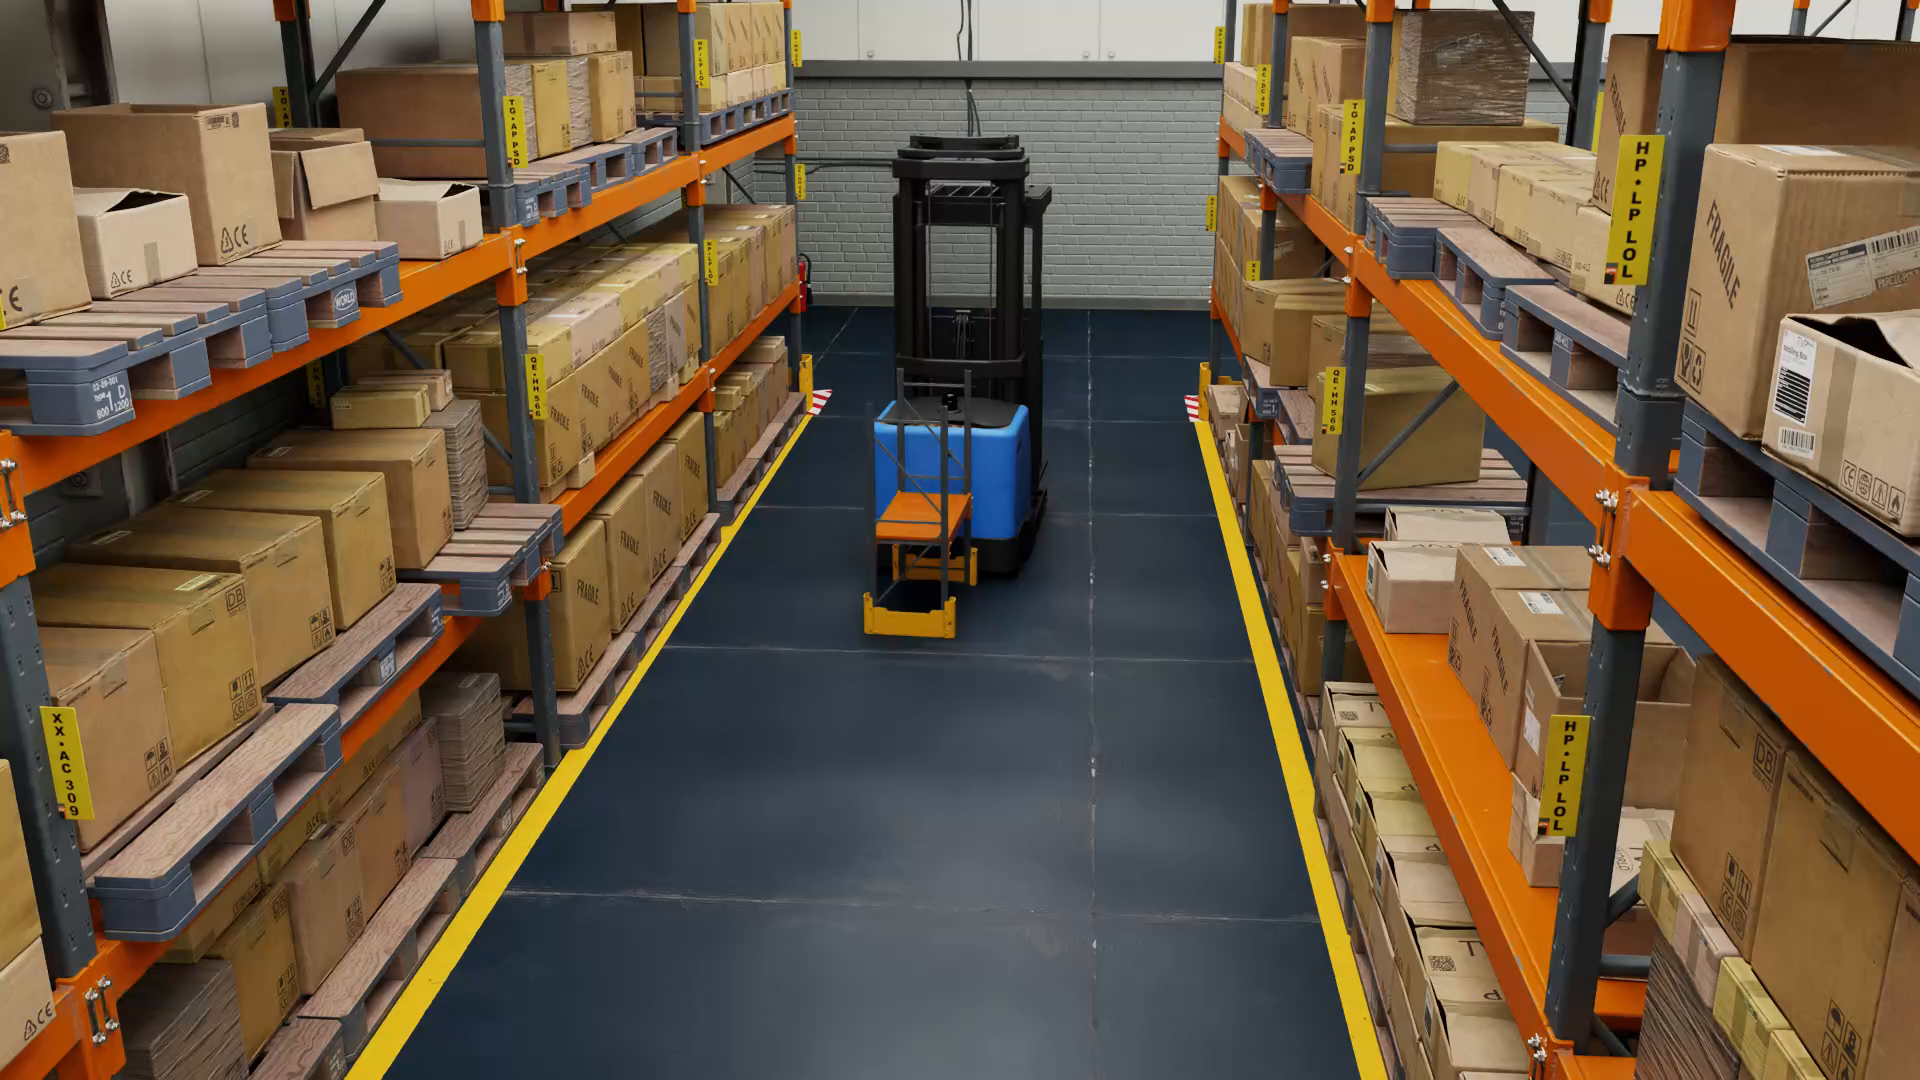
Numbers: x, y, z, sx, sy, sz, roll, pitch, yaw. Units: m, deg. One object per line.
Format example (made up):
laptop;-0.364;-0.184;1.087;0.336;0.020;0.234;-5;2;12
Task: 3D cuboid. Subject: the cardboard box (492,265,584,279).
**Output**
cardboard box;-2.691;-1.589;10.581;0.500;0.250;0.500;1;18;2

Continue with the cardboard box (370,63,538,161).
cardboard box;-2.660;-2.247;8.779;0.700;0.500;0.500;0;18;1

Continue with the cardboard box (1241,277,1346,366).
cardboard box;2.348;-1.485;11.304;0.700;0.500;0.500;-5;19;-15

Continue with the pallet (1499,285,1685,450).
pallet;2.082;-0.505;4.636;0.805;0.209;1.217;1;18;2

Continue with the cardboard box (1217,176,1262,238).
cardboard box;2.597;-3.014;15.036;0.500;0.500;0.500;2;18;6

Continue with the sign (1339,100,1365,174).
sign;1.777;-1.822;7.519;0.100;0.325;0.005;1;18;4

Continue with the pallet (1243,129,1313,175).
pallet;2.488;-2.516;10.768;1.213;0.211;1.003;1;18;4

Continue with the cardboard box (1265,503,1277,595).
cardboard box;2.257;0.064;10.718;0.500;0.500;0.500;2;18;5

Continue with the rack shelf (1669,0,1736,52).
rack shelf;1.888;-0.594;1.580;1.077;0.370;4.000;1;18;4

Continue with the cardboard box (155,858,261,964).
cardboard box;-2.846;1.251;5.890;0.500;0.250;0.500;1;18;3

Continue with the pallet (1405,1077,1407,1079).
pallet;2.045;2.200;5.371;1.003;0.211;1.213;1;18;4

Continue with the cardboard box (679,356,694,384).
cardboard box;-2.073;-1.190;11.608;0.380;0.149;0.250;2;18;5

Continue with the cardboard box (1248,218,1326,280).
cardboard box;2.383;-2.066;12.144;0.500;0.500;0.500;1;18;4

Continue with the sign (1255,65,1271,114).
sign;2.063;-3.061;11.301;0.100;0.325;0.005;1;18;4

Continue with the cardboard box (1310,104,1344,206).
cardboard box;2.390;-2.067;8.937;0.910;0.500;0.500;1;18;4

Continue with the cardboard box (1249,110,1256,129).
cardboard box;2.421;-3.047;12.327;0.500;0.250;0.500;1;18;4

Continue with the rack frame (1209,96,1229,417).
rack frame;2.892;-2.623;15.610;1.000;3.000;0.127;1;18;4

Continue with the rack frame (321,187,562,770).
rack frame;-2.623;-0.248;8.361;1.000;3.000;0.127;1;18;4

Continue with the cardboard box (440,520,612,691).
cardboard box;-2.440;0.349;9.319;0.750;0.750;0.750;1;18;3

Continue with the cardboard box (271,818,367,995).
cardboard box;-2.810;1.425;6.564;0.700;0.500;0.500;1;18;5

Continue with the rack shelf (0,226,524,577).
rack shelf;-2.767;-0.710;6.111;1.077;0.370;4.000;1;18;4

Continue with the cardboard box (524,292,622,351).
cardboard box;-2.264;-1.260;9.576;0.500;0.250;0.500;1;18;4

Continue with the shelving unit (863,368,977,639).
shelving unit;-0.247;-0.268;10.832;0.587;1.500;1.083;3;18;8

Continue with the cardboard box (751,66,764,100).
cardboard box;-1.906;-3.777;13.720;0.500;0.250;0.500;1;18;2

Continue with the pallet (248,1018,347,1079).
pallet;-2.856;2.078;5.742;1.003;0.211;1.213;1;18;4

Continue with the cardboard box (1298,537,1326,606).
cardboard box;2.151;0.171;9.187;0.500;0.250;0.500;2;18;6

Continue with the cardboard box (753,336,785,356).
cardboard box;-1.828;-1.789;15.362;0.380;0.149;0.250;1;18;3

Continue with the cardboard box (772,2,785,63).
cardboard box;-1.830;-4.456;14.590;0.500;0.500;0.500;1;18;4

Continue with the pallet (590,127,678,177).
pallet;-2.353;-2.539;10.843;0.805;0.209;1.217;1;18;2

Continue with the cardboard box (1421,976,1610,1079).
cardboard box;1.805;1.651;5.408;0.500;0.311;0.500;2;18;5

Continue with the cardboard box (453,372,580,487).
cardboard box;-2.333;-0.591;8.739;0.500;0.500;0.500;2;18;6

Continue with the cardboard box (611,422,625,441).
cardboard box;-2.269;-0.711;10.148;0.380;0.149;0.250;1;18;4

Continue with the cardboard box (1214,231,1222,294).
cardboard box;2.597;-2.538;15.192;0.500;0.500;0.500;2;18;5

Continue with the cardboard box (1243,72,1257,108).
cardboard box;2.446;-3.440;12.724;0.500;0.250;0.500;1;18;4

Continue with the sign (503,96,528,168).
sign;-2.082;-1.906;7.775;0.100;0.325;0.005;1;18;4

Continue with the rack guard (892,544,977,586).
rack guard;-0.174;0.173;11.494;0.587;0.250;0.087;3;18;8

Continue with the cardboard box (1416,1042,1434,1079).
cardboard box;1.810;1.919;5.491;0.500;0.250;0.500;1;18;3

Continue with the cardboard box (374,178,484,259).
cardboard box;-2.405;-1.411;7.204;0.500;0.311;0.500;1;18;4

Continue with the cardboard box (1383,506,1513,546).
cardboard box;2.248;0.016;7.699;0.500;0.311;0.500;2;18;7

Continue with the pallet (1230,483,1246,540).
pallet;2.655;-0.269;12.904;1.003;0.211;1.213;1;18;4

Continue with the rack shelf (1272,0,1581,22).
rack shelf;2.461;-3.078;9.163;1.077;0.370;4.000;1;18;4

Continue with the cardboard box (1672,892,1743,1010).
cardboard box;1.801;0.905;3.640;0.380;0.149;0.250;2;18;5

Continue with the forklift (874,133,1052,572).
forklift;0.094;-1.587;12.558;1.130;2.935;3.031;3;18;8

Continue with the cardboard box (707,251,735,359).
cardboard box;-2.281;-1.801;12.619;0.980;0.700;0.700;2;18;5

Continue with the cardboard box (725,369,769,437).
cardboard box;-2.071;-1.213;14.647;0.700;0.500;0.500;1;18;2

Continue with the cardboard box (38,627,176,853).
cardboard box;-2.839;0.581;4.966;0.700;0.500;0.500;1;18;4

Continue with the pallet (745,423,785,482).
pallet;-2.119;-0.779;14.462;1.003;0.211;1.213;1;18;4

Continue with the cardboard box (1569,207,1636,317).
cardboard box;2.122;-0.811;4.831;0.500;0.250;0.500;0;18;-1

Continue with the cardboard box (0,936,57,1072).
cardboard box;-2.642;1.210;4.121;0.500;0.250;0.500;1;18;4

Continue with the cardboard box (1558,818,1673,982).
cardboard box;2.023;1.022;4.729;0.500;0.250;0.500;2;18;7

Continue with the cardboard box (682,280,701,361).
cardboard box;-2.118;-1.539;11.633;0.500;0.500;0.500;1;18;3

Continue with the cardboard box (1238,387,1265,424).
cardboard box;2.734;-0.987;13.920;0.797;0.503;0.637;1;18;4

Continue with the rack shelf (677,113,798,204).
rack shelf;-2.193;-3.195;13.693;1.077;0.370;4.000;1;18;4

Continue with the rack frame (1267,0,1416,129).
rack frame;2.605;-4.231;10.885;1.000;3.000;0.127;1;18;4

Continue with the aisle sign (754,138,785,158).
aisle sign;-1.745;-3.983;15.587;0.394;0.787;0.004;1;18;4

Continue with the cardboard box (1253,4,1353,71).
cardboard box;2.693;-3.947;13.067;0.700;0.500;0.500;1;18;4
